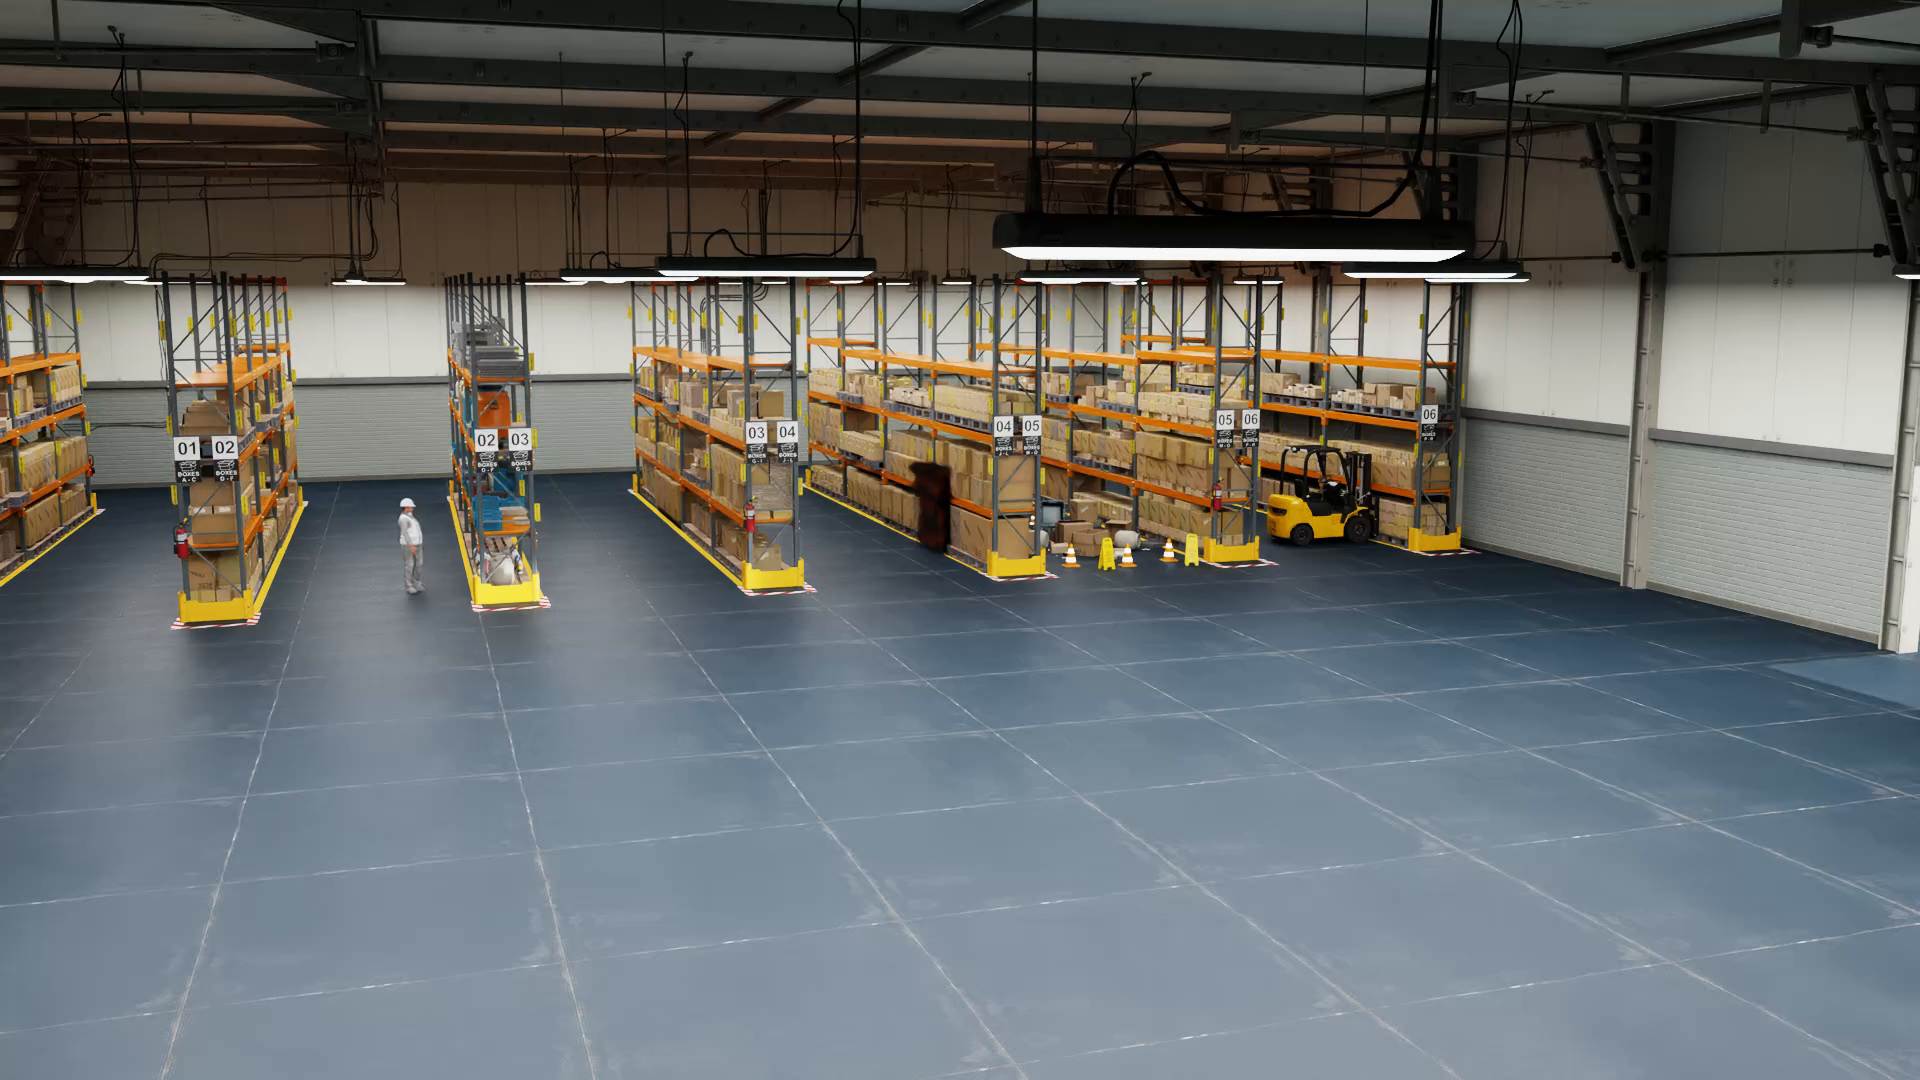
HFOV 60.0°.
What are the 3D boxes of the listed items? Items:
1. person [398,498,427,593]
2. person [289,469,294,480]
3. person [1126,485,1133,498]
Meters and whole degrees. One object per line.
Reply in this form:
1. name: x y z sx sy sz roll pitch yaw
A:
1. person: -10.396 0.116 31.563 0.511 1.818 0.606 3 9 18
2. person: -18.738 -2.083 46.183 1.040 1.731 0.610 7 11 40
3. person: 4.437 -1.690 43.839 0.422 1.691 0.559 1 9 8
